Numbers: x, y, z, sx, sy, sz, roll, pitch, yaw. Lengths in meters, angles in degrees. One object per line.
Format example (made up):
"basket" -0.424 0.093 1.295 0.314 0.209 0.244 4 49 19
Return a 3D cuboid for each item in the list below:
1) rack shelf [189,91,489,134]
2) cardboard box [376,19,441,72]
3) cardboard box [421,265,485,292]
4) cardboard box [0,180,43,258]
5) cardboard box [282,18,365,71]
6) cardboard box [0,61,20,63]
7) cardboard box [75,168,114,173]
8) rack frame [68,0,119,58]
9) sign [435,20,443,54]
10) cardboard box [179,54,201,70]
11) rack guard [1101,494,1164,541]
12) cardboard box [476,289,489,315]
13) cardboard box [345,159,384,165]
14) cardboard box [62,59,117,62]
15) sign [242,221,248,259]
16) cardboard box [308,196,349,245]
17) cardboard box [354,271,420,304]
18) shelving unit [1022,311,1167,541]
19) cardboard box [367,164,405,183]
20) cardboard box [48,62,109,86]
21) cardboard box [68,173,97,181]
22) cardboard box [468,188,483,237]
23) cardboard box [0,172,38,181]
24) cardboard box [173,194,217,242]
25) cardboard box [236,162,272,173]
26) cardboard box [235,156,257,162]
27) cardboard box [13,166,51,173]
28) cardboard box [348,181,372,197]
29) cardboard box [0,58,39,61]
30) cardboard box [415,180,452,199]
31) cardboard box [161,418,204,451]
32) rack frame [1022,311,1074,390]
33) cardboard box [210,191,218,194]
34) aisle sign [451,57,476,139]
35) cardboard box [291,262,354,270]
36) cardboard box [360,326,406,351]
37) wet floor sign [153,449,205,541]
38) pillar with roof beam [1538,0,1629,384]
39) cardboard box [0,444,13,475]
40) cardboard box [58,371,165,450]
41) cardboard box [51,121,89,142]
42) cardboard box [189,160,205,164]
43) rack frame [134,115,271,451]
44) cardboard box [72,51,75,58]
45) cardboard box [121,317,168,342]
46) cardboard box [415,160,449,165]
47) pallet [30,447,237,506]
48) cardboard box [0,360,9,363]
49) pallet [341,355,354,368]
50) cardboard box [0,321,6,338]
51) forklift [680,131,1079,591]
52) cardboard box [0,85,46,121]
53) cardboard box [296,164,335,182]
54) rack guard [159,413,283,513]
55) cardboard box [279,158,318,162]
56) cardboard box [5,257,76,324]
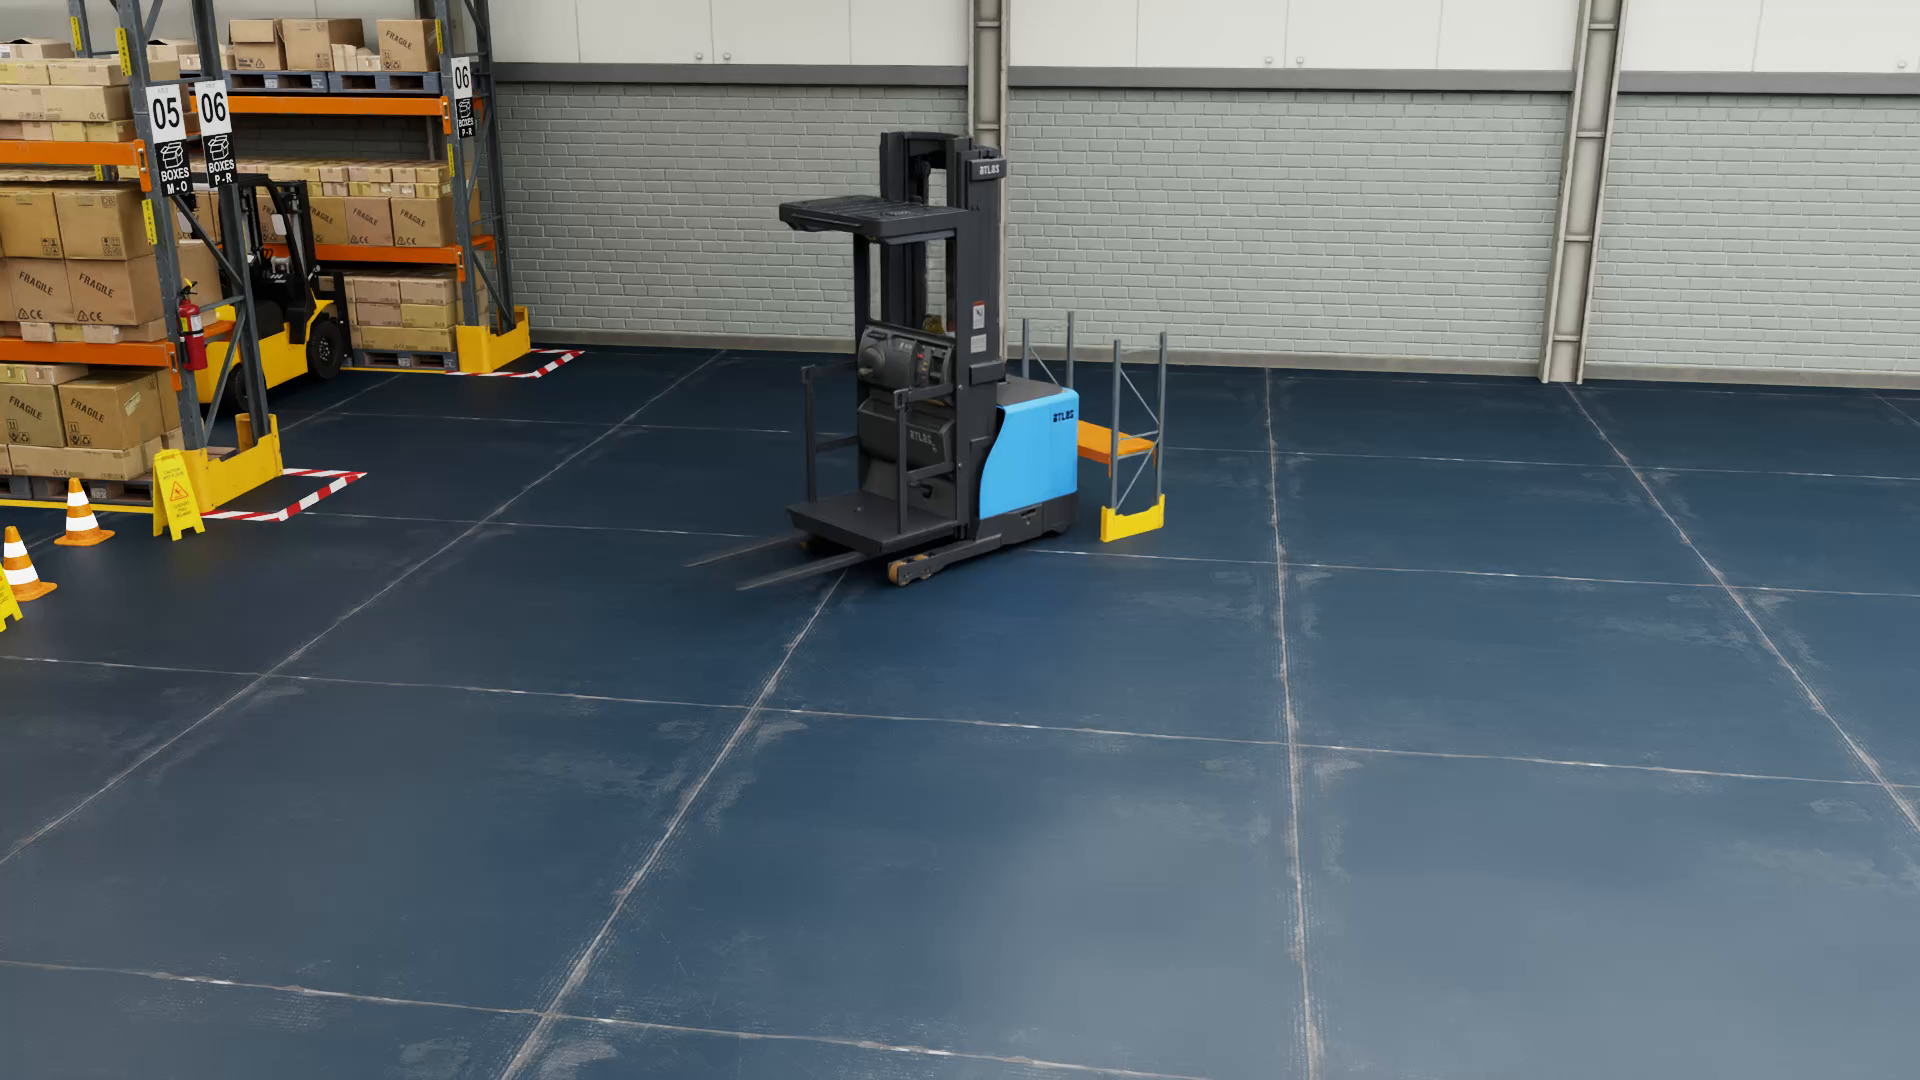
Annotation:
"rack shelf" -7.052 -4.552 17.587 4.000 0.370 1.077 3 19 9
"cardboard box" -5.553 -5.033 16.912 0.500 0.500 0.500 4 19 10
"cardboard box" -5.522 -2.823 18.109 0.500 0.250 0.500 3 19 8
"cardboard box" -7.419 -2.456 12.714 0.500 0.500 0.700 3 19 8
"cardboard box" -6.549 -5.115 17.160 0.500 0.500 0.700 3 19 9
"cardboard box" -7.228 -3.497 12.438 0.250 0.149 0.380 3 19 9
"cardboard box" -9.596 -4.041 18.474 0.250 0.149 0.380 2 19 7
"rack frame" -9.027 -6.416 17.298 0.127 3.000 1.000 3 19 9
"sign" -5.177 -5.006 16.538 0.005 0.325 0.100 3 19 9
"cardboard box" -7.873 -4.965 17.264 0.250 0.149 0.380 3 19 10
"rack guard" 1.290 -0.172 12.424 0.587 0.250 0.087 -14 23 -36
"cardboard box" -5.509 -2.591 18.204 0.500 0.250 0.500 3 19 10
"cardboard box" -6.397 -4.005 17.898 0.250 0.149 0.380 4 19 10
"cardboard box" -6.668 -3.618 12.800 0.250 0.149 0.380 3 19 9
"sign" -5.775 -2.395 13.371 0.005 0.325 0.100 3 19 9
"cardboard box" -6.622 -3.415 17.624 0.500 0.500 0.500 3 19 8
"cardboard box" -6.087 -2.689 17.708 0.500 0.250 0.500 3 19 10
"shelving unit" -7.121 -1.305 13.368 12.335 1.800 12.386 -14 23 -36
"cardboard box" -5.976 -3.826 17.361 0.250 0.149 0.380 3 19 10
"cardboard box" -6.491 -3.446 12.287 0.250 0.149 0.380 3 19 10
"cardboard box" -9.399 -3.874 17.975 0.250 0.149 0.380 4 19 11
"cardboard box" -5.523 -3.530 17.967 0.500 0.500 0.500 4 19 10
"cardboard box" -10.171 -3.882 17.998 0.250 0.149 0.380 2 19 7
"cardboard box" -8.113 -3.494 17.860 0.500 0.500 0.500 3 19 10
"cardboard box" -7.475 -3.919 17.639 0.250 0.149 0.380 3 19 8
"cardboard box" -7.902 -4.118 18.236 0.250 0.149 0.380 3 19 8
"cardboard box" -10.340 -4.081 18.593 0.250 0.149 0.380 3 19 9
"cardboard box" -6.211 -3.707 17.474 0.250 0.149 0.380 3 19 8
"cardboard box" -7.409 -3.675 12.971 0.250 0.149 0.380 3 19 10
"cardboard box" -5.464 -3.655 17.319 0.250 0.149 0.380 3 19 9
"cardboard box" -6.614 -0.837 13.750 0.500 0.250 0.500 3 19 8
"rack frame" 0.679 -1.015 12.972 0.500 1.500 0.032 -14 23 -36
"cardboard box" -7.746 -3.762 17.639 0.250 0.149 0.380 3 19 8
"aisle sign" -5.059 -4.508 16.951 0.004 0.787 0.394 3 19 9
"cardboard box" -7.013 -2.904 18.349 0.500 0.250 0.500 3 19 8
"cardboard box" -6.081 -2.218 17.876 0.500 0.250 0.500 3 19 9
"wet floor sign" -5.843 -0.354 12.343 0.232 0.644 0.267 10 21 27
"pillar with roof beam" 5.543 -4.580 11.809 0.400 9.000 9.100 3 19 9
"cardboard box" -7.730 -0.720 13.398 0.500 0.250 0.500 2 19 7
"cardboard box" -6.694 -1.024 13.127 0.500 0.500 0.500 3 19 9
"cardboard box" -6.509 -3.051 12.362 0.250 0.149 0.380 3 19 9
"cardboard box" -8.234 -3.964 17.773 0.250 0.149 0.380 3 19 8
"rack frame" -5.861 -1.815 13.000 0.127 3.000 1.000 3 19 9
"cardboard box" -9.834 -5.226 18.043 0.250 0.149 0.380 3 19 9
"cardboard box" -6.264 -1.648 12.896 0.250 0.149 0.380 4 19 10
"cardboard box" -5.628 -3.983 17.831 0.250 0.149 0.380 4 19 11
"pallet" -6.733 -0.548 13.609 1.213 0.211 1.003 3 19 9
"cardboard box" -7.574 -1.357 13.098 0.250 0.149 0.380 4 19 11
"pallet" -7.040 -2.135 18.352 1.213 0.211 1.003 3 19 9
"cardboard box" -7.538 -1.690 13.023 0.250 0.149 0.380 3 19 8
"forklift" -0.535 -1.264 11.461 3.031 2.935 1.130 -16 25 -40
"cardboard box" -6.904 -3.279 12.415 0.500 0.250 0.500 3 19 8
"cardboard box" -6.741 -3.851 17.437 0.250 0.149 0.380 3 19 10
"rack guard" -5.936 -0.633 13.408 0.348 0.500 1.175 3 19 9
"cardboard box" -7.159 -4.049 18.029 0.250 0.149 0.380 3 19 10
"cardboard box" -6.934 -1.971 12.840 0.500 0.500 0.500 3 19 9
